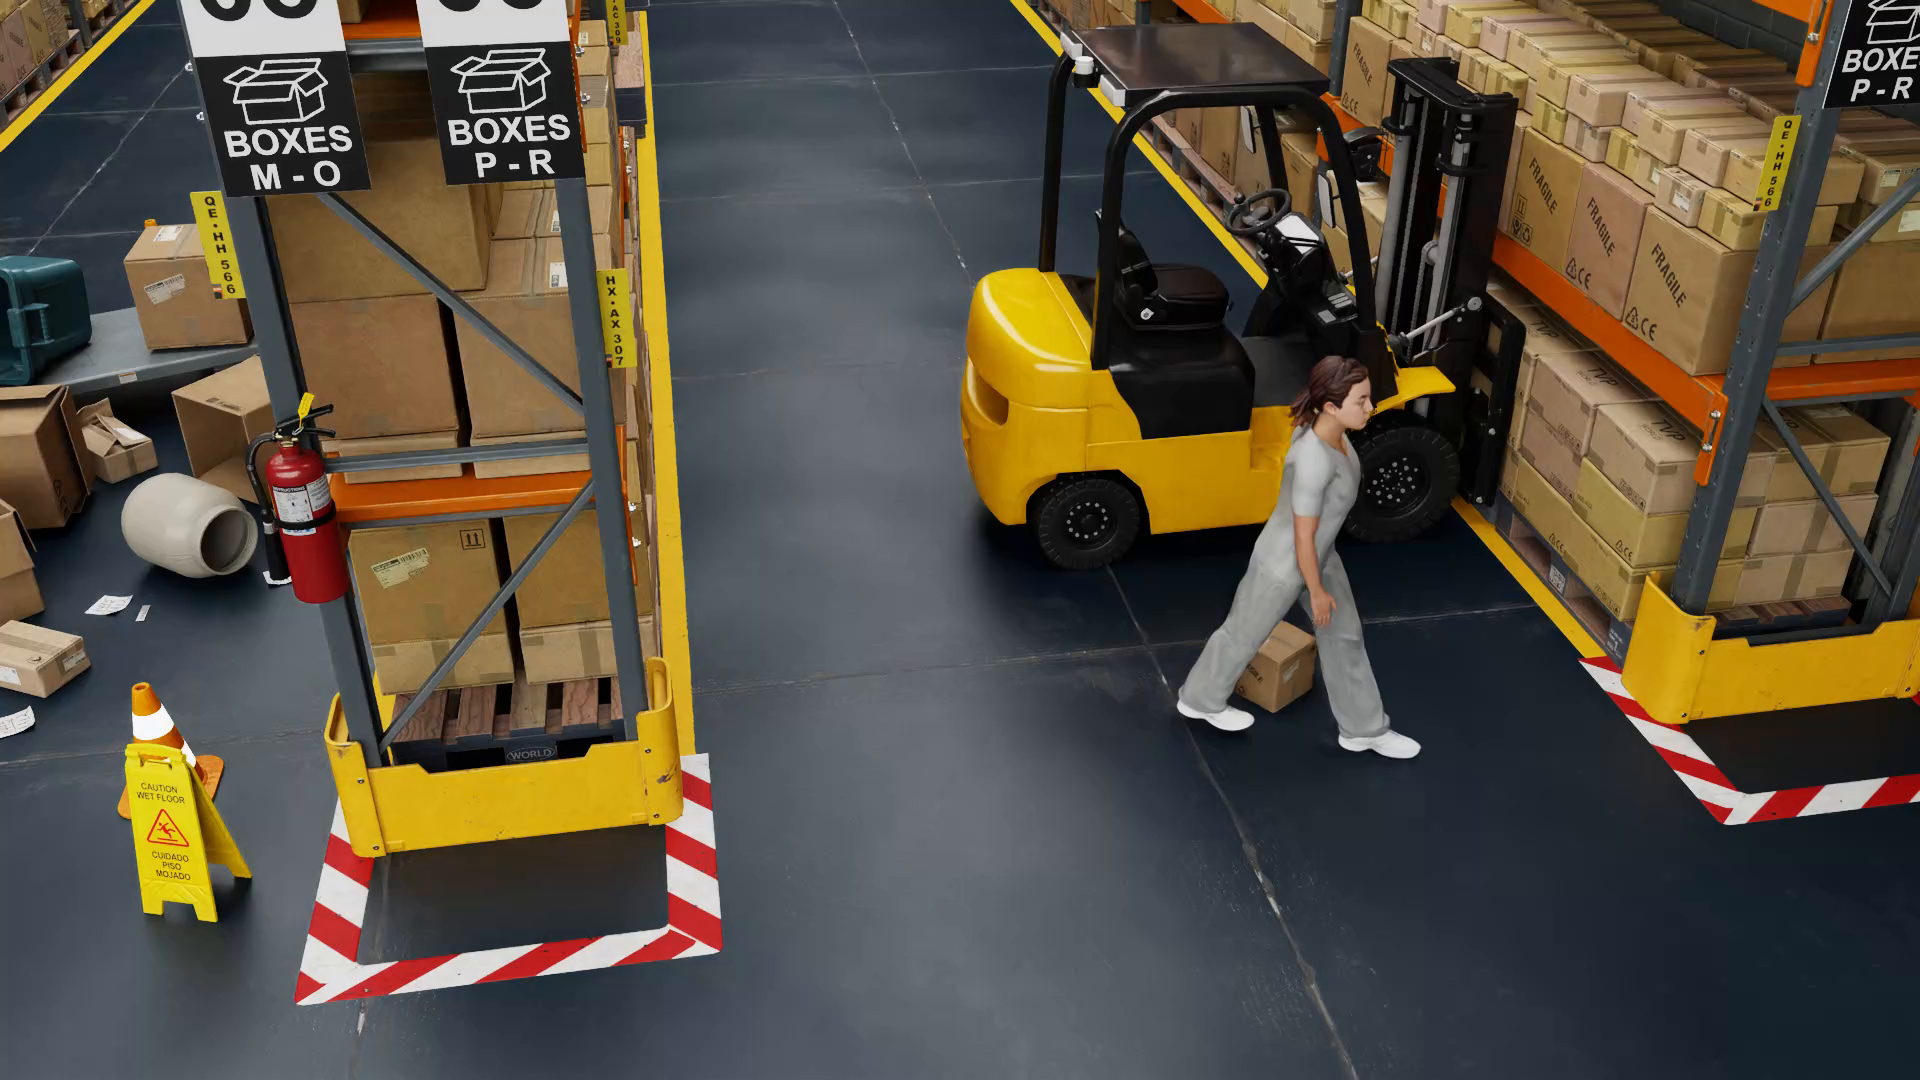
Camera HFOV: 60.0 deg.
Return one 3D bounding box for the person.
[{"bbox_3d":[1.218,0.044,5.986,0.804,1.550,0.469,15,34,23],"label":"person"}]
